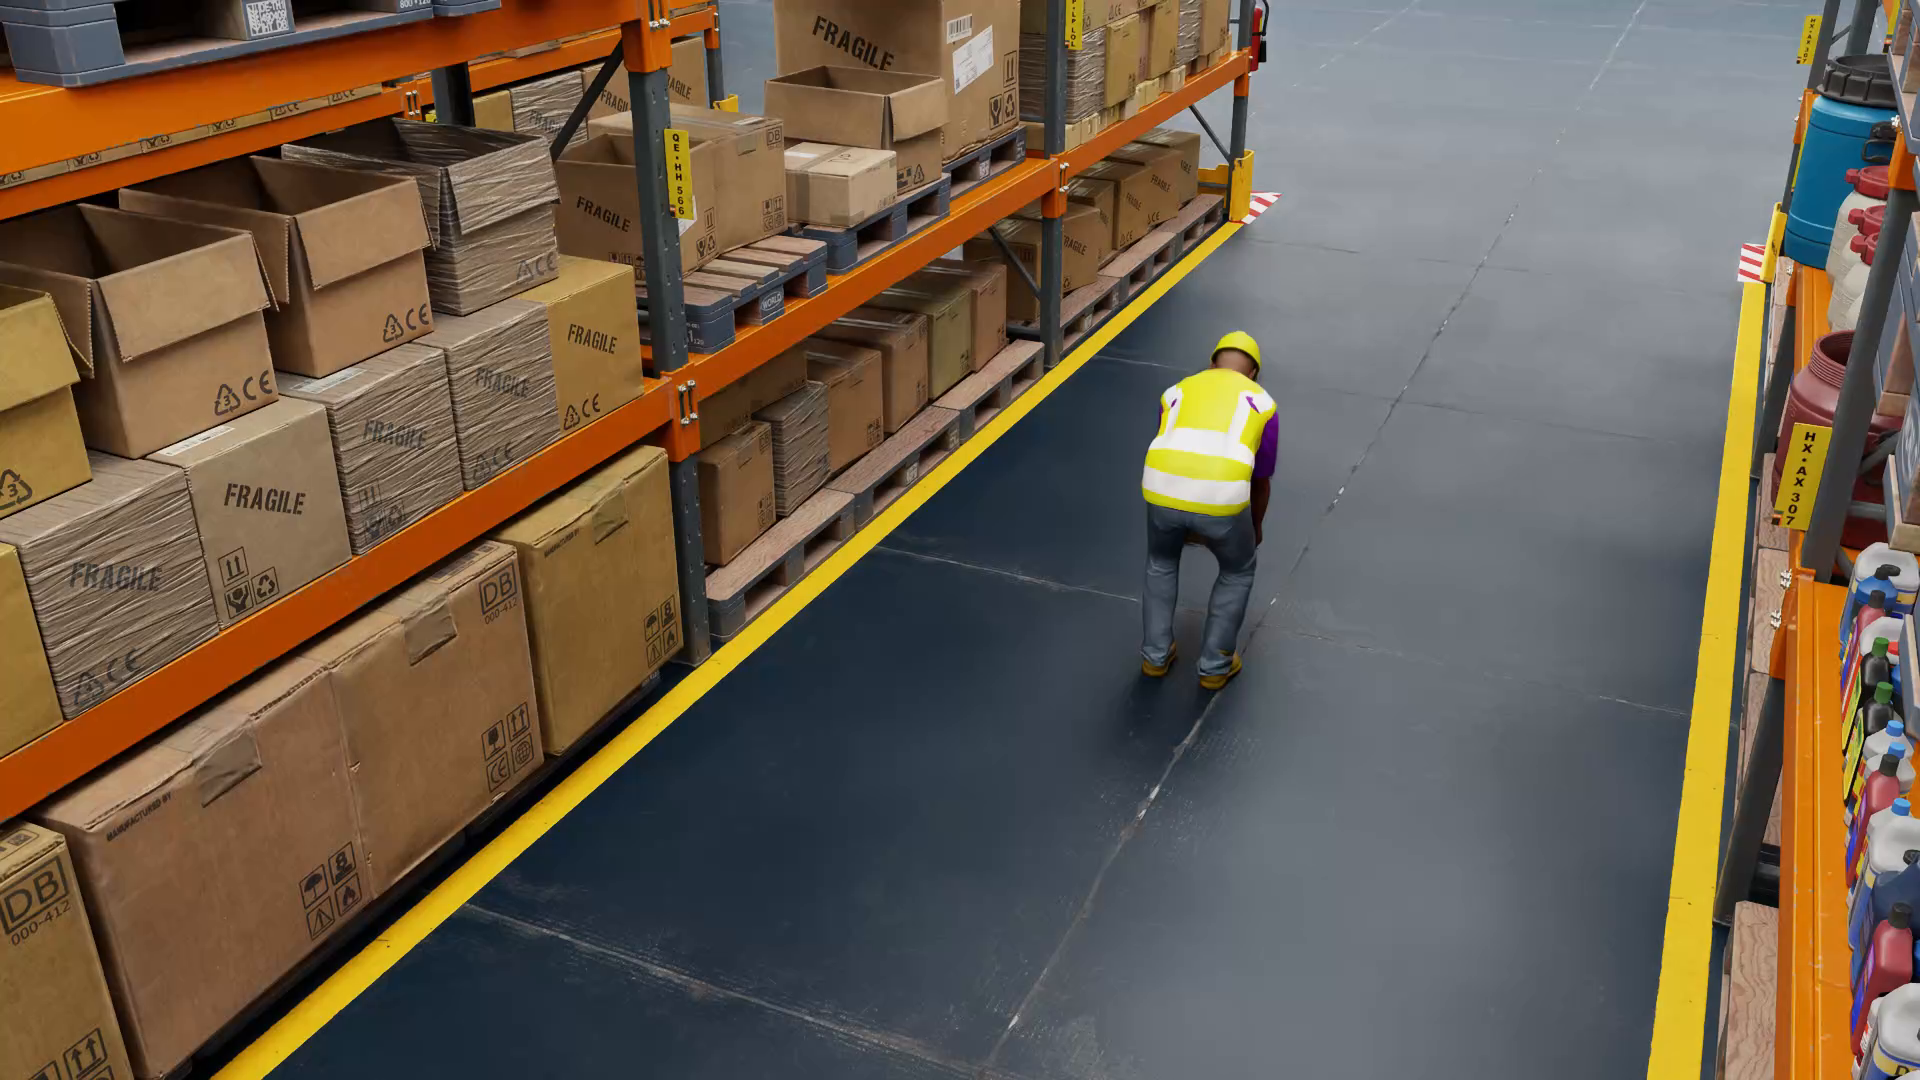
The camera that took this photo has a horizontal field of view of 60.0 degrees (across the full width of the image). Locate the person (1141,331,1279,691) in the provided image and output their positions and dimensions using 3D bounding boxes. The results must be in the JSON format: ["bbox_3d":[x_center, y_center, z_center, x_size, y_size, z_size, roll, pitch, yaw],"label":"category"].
[{"bbox_3d":[1.022,-0.131,6.871,0.493,1.311,0.923,10,28,20],"label":"person"}]
